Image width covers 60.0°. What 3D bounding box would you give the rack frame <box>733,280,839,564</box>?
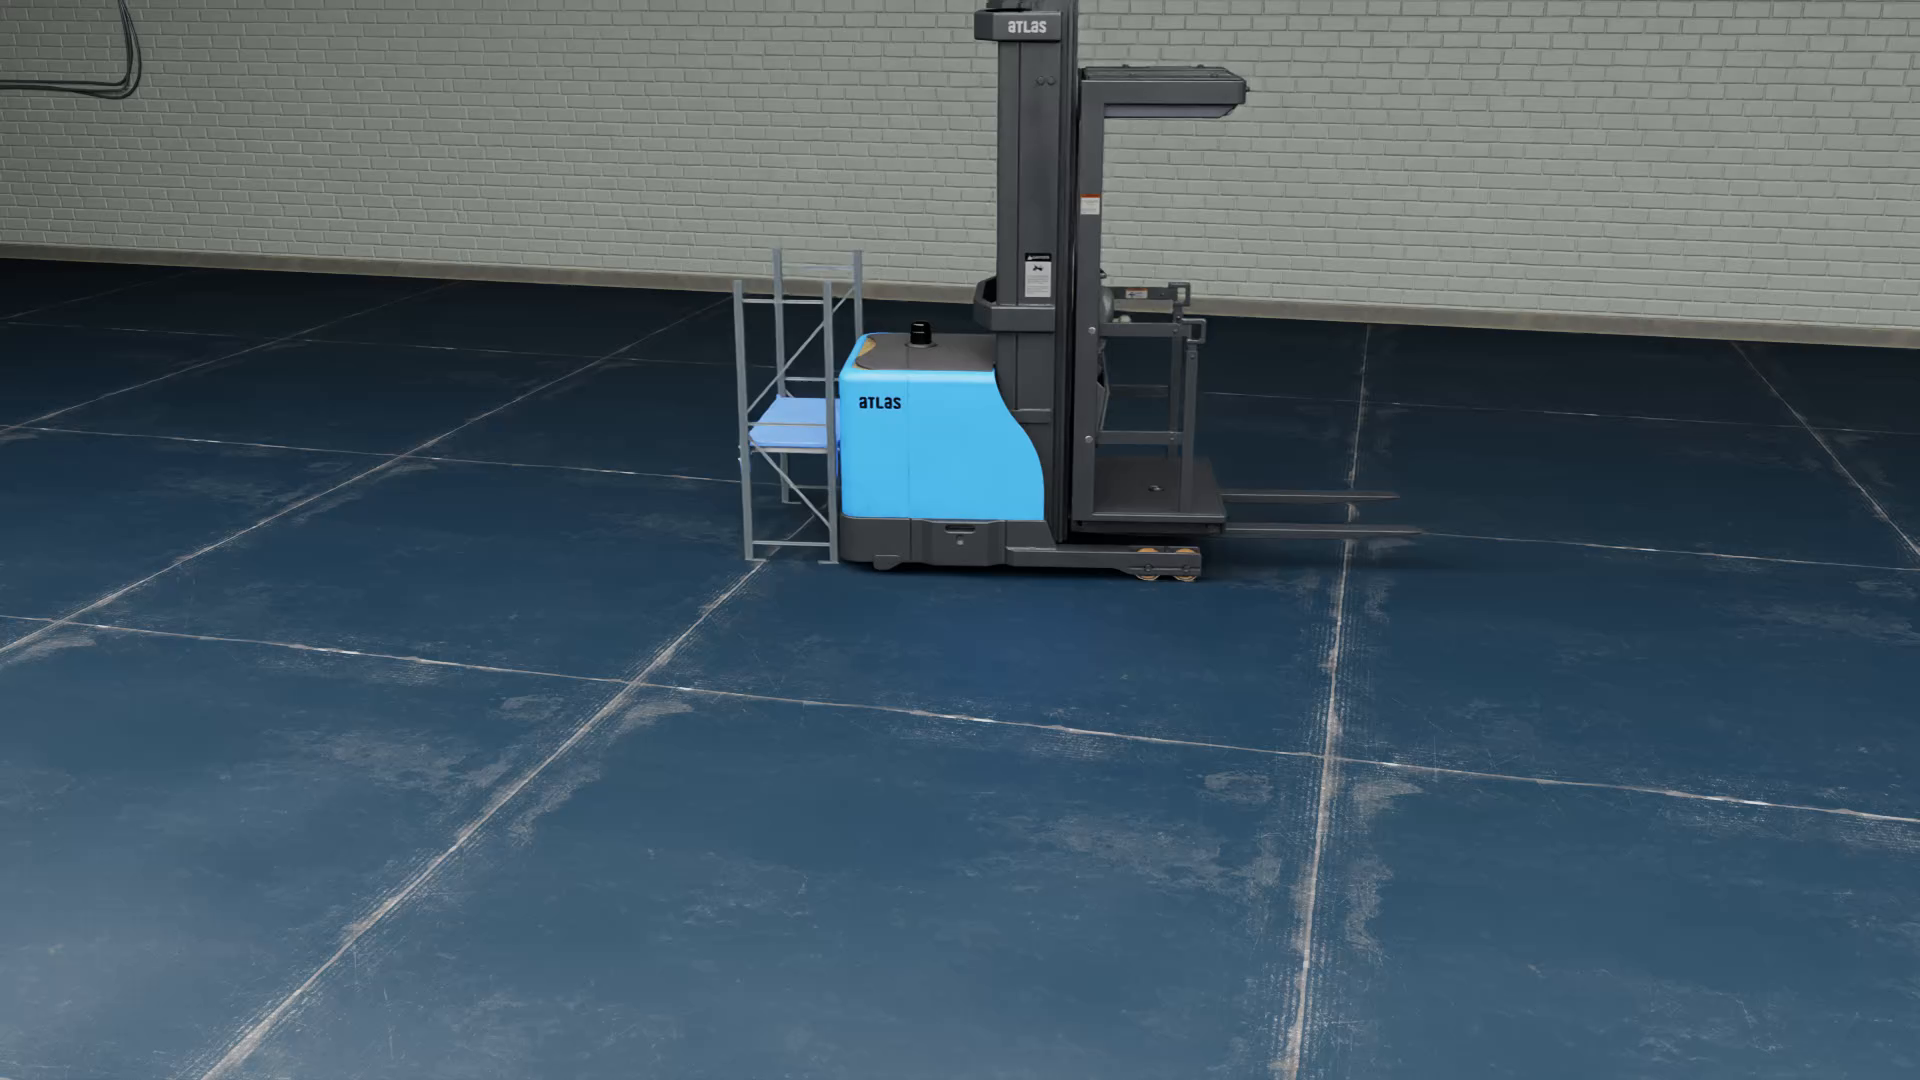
[{"bbox_3d":[-0.893,-0.593,8.604,0.500,1.500,0.032,2,19,5],"label":"rack frame"}]

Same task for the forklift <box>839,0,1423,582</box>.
[{"bbox_3d":[0.908,-1.350,8.607,3.031,2.935,1.130,1,19,3],"label":"forklift"}]

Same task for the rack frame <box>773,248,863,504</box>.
[{"bbox_3d":[-0.800,-0.920,9.562,0.500,1.500,0.032,2,19,5],"label":"rack frame"}]

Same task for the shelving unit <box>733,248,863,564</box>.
[{"bbox_3d":[-0.847,-0.757,9.083,0.538,1.500,1.048,2,19,5],"label":"shelving unit"}]

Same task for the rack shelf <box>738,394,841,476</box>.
[{"bbox_3d":[-0.847,-0.587,9.141,0.538,0.185,1.000,2,19,5],"label":"rack shelf"}]

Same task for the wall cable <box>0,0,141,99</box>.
[{"bbox_3d":[-9.920,-5.830,17.137,3.097,2.526,0.112,5,19,13],"label":"wall cable"}]
